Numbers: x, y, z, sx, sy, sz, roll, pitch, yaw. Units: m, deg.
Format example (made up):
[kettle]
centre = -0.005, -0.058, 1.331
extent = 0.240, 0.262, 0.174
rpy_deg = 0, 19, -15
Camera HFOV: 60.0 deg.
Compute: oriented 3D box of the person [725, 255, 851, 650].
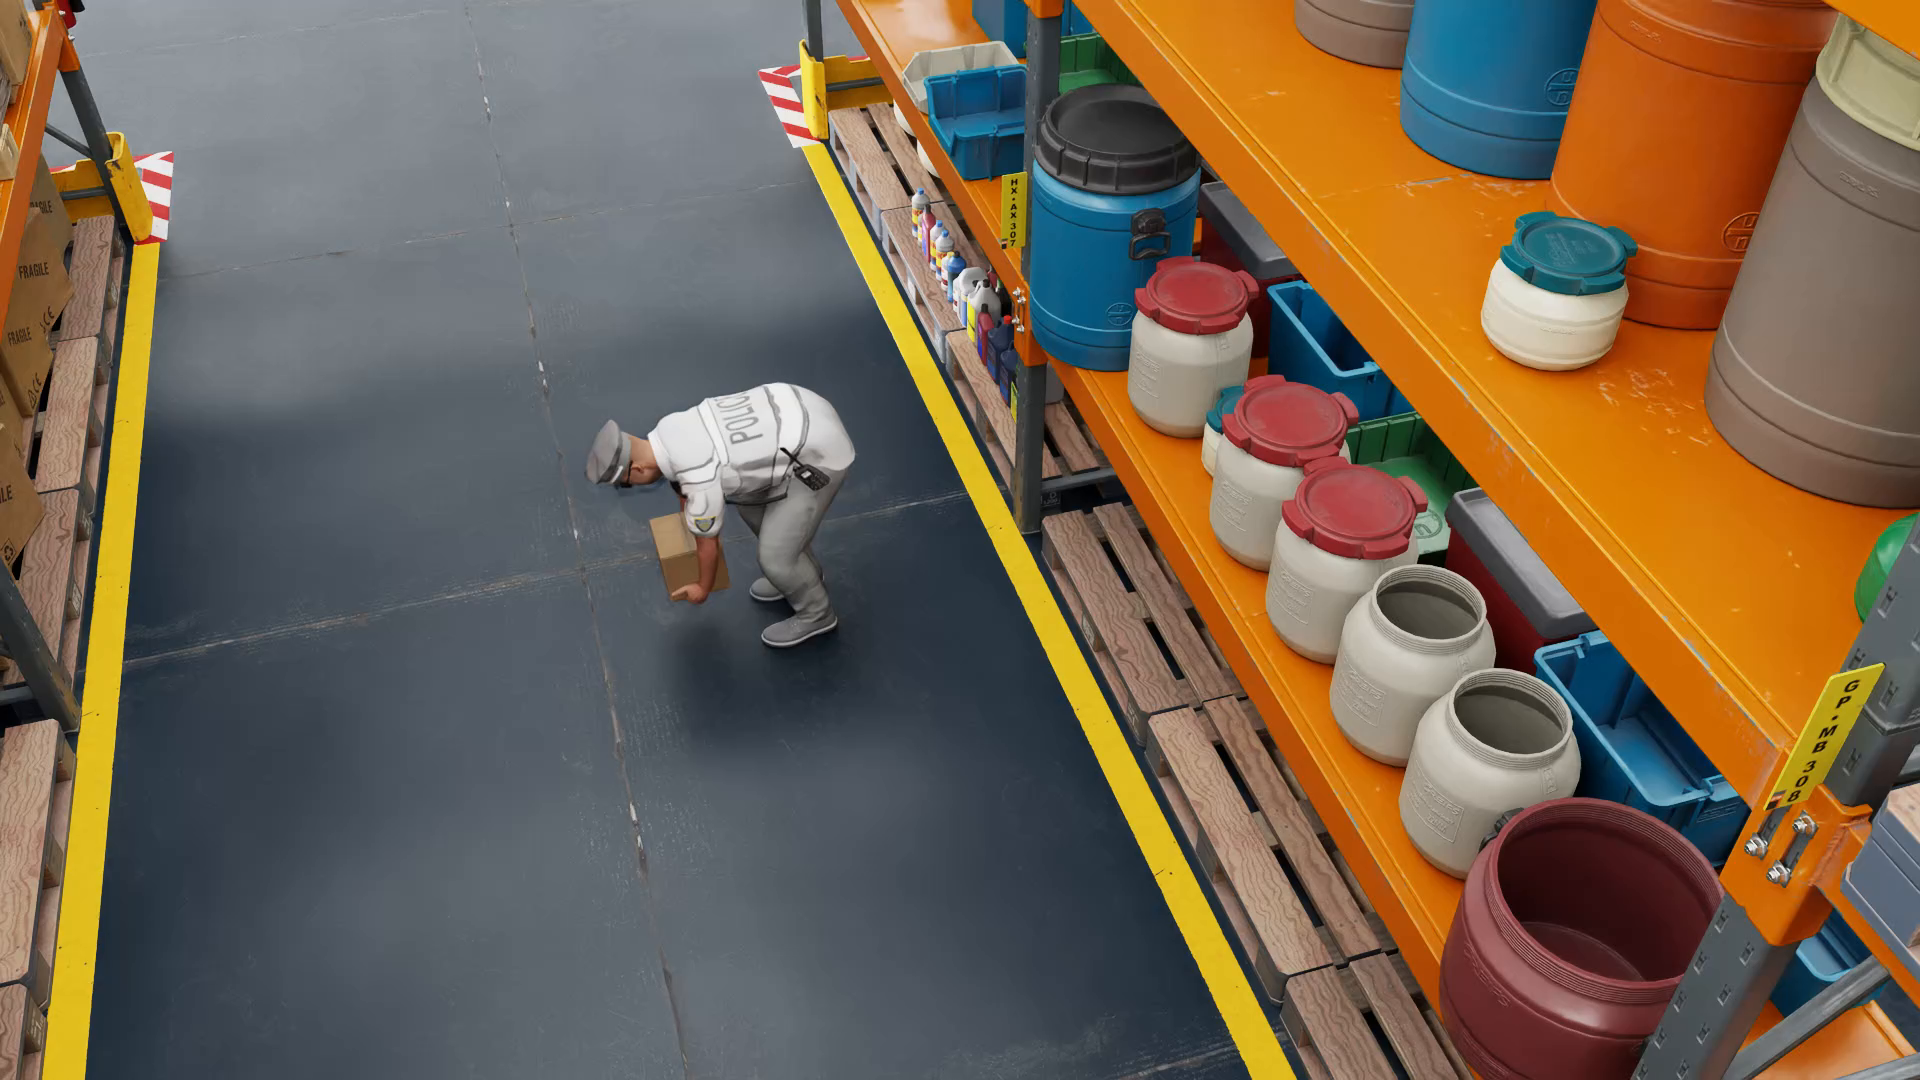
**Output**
[person]
centre = -0.662, -0.352, 6.545
extent = 0.441, 1.749, 0.574
rpy_deg = -13, 44, -14
